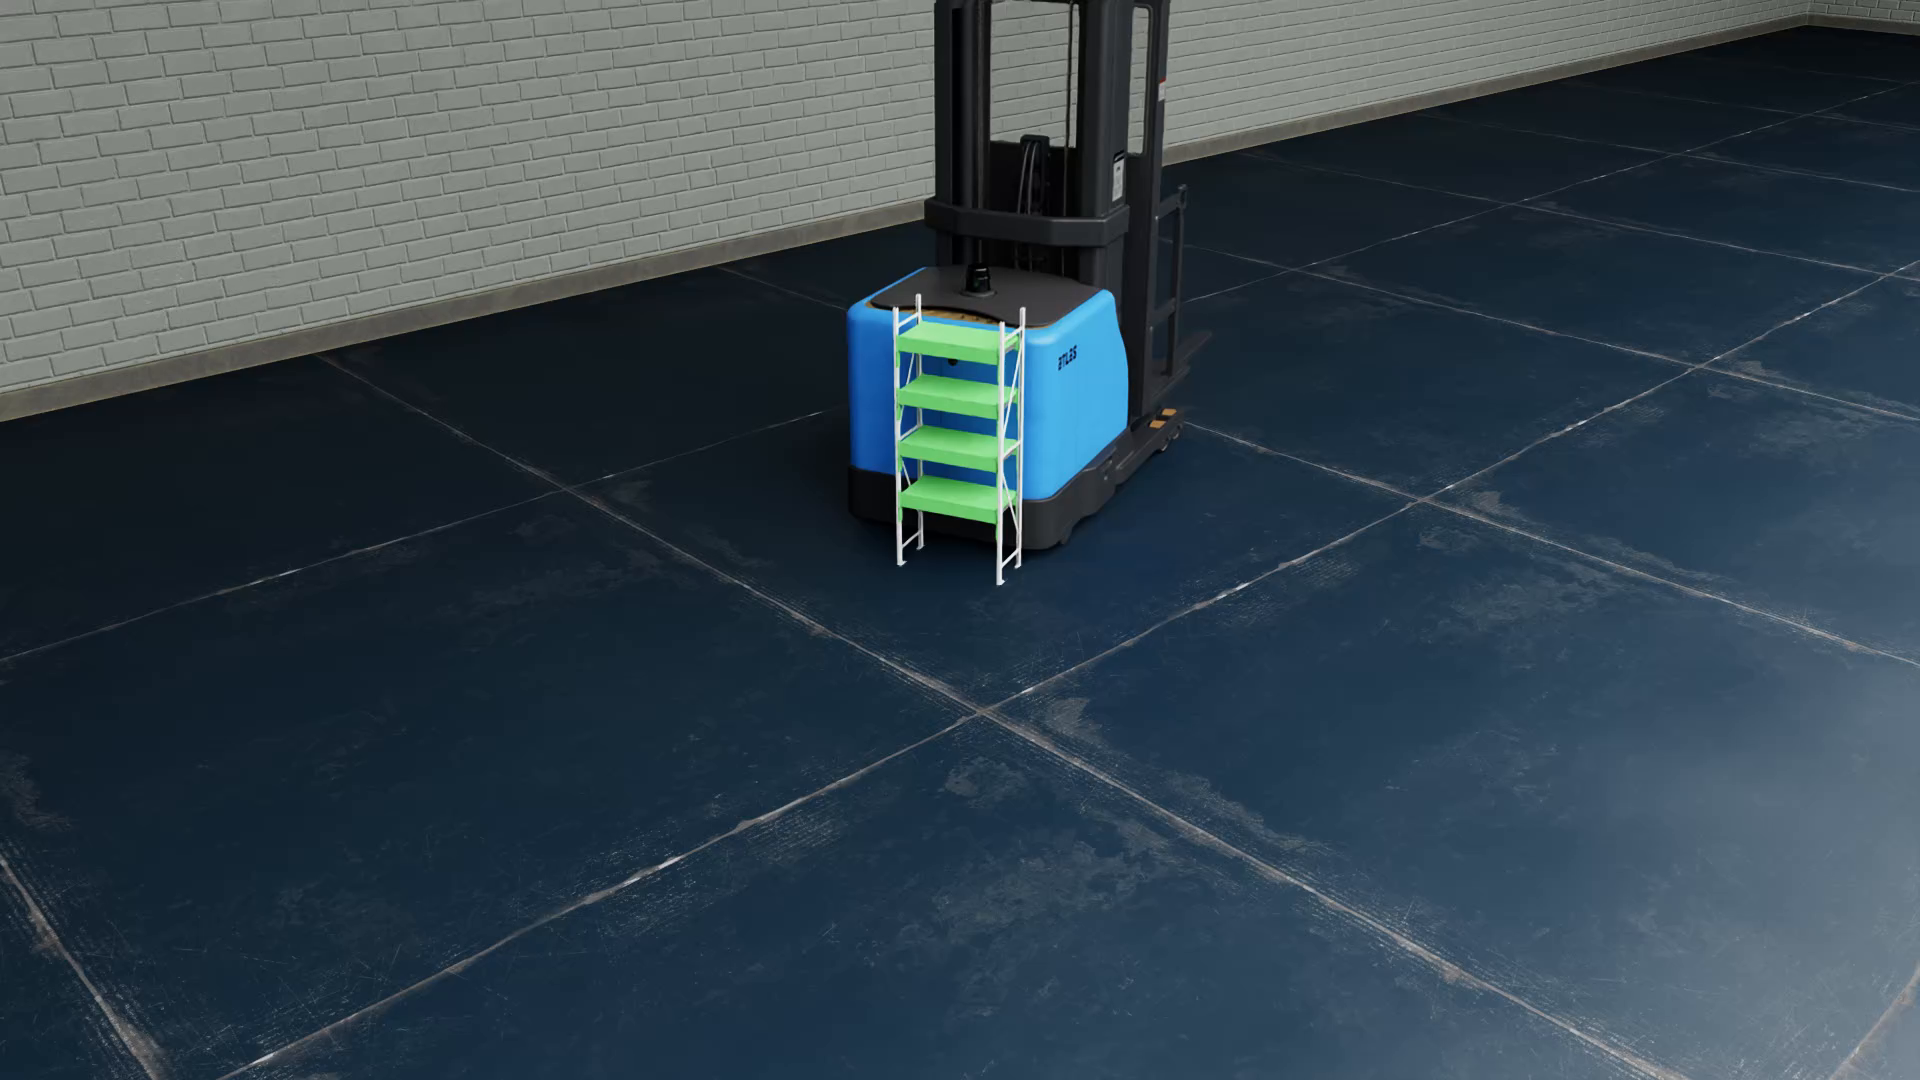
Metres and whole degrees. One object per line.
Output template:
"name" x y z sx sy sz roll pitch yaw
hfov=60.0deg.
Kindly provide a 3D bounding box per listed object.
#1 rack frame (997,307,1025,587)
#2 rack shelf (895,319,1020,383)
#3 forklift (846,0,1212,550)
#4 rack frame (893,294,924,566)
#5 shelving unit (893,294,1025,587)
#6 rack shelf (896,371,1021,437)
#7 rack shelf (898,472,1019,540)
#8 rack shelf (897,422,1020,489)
"rack frame" 0.218 -0.388 7.155 0.015 1.200 0.240 11 27 22
"rack shelf" -0.004 -0.809 7.075 0.480 0.148 0.258 11 27 22
"forklift" 0.556 -1.869 8.316 1.130 2.935 3.031 11 27 23
"rack frame" -0.225 -0.473 7.340 0.015 1.200 0.240 11 27 22
"shelving unit" -0.004 -0.430 7.247 0.503 1.200 0.258 11 27 22
"rack shelf" -0.004 -0.590 7.174 0.480 0.148 0.258 11 27 22
"rack shelf" -0.004 -0.154 7.374 0.480 0.148 0.258 11 27 22
"rack shelf" -0.004 -0.372 7.274 0.480 0.148 0.258 11 27 22
